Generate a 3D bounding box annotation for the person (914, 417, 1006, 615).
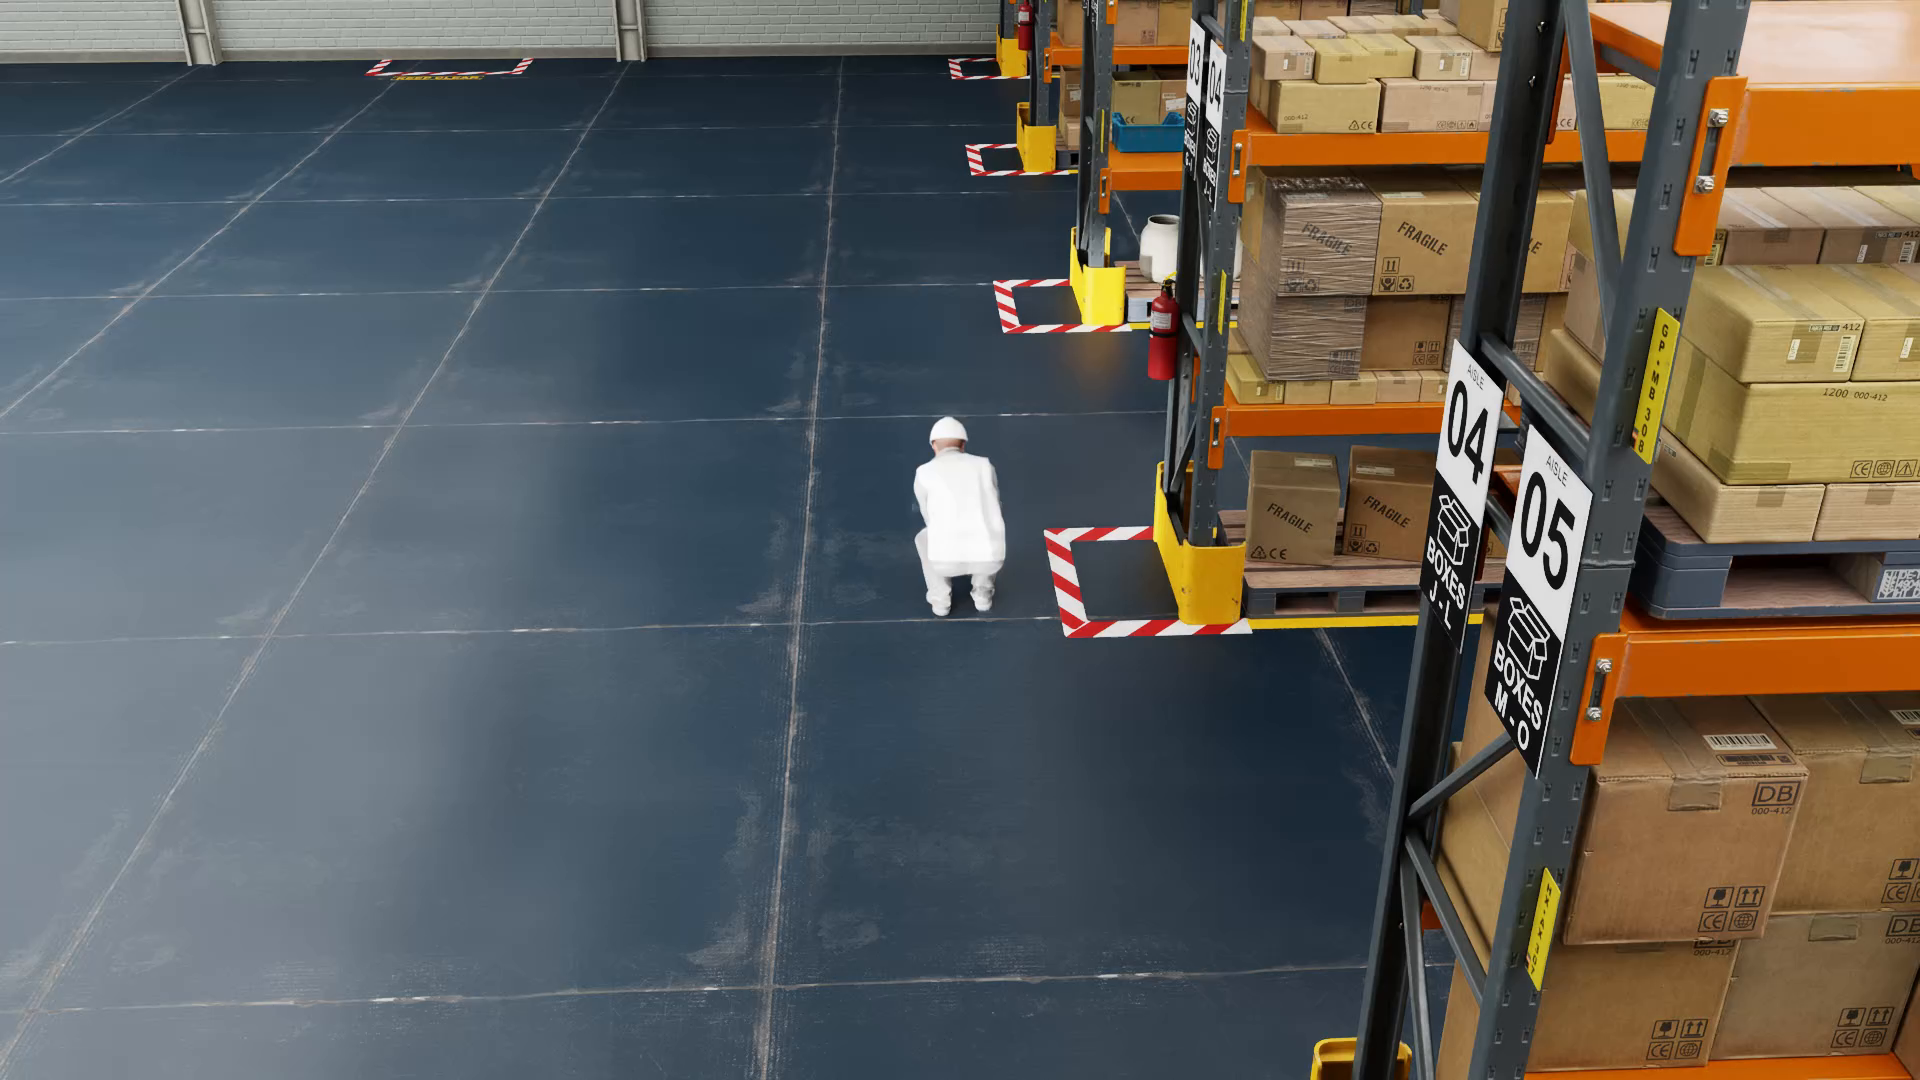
[{"bbox_3d":[-0.004,-0.131,9.681,0.518,1.018,0.863,-2,27,-3],"label":"person"}]
